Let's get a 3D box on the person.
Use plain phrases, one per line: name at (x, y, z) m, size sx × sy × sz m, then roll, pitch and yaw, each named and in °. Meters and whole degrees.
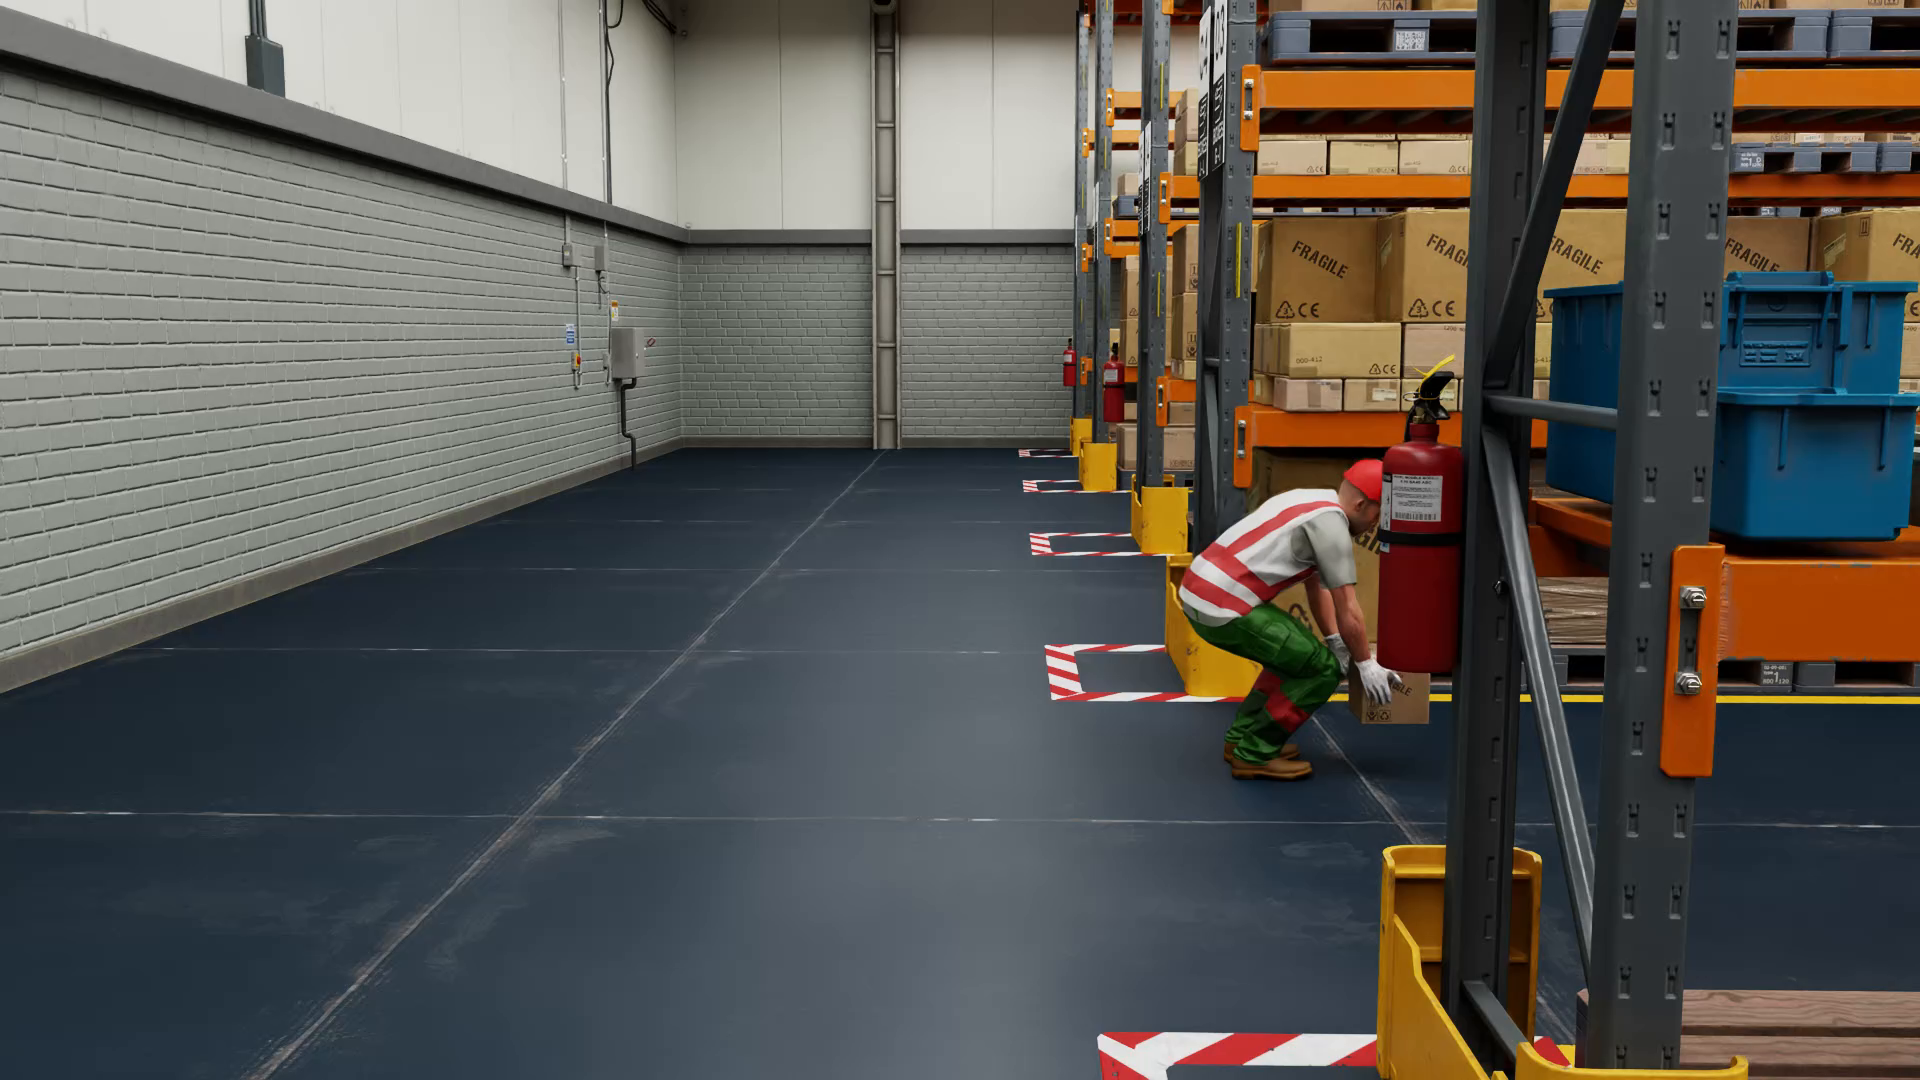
person at (1.255, 0.284, 6.340) m, size 0.845 × 1.186 × 0.586 m, roll 0°, pitch 7°, yaw 1°
